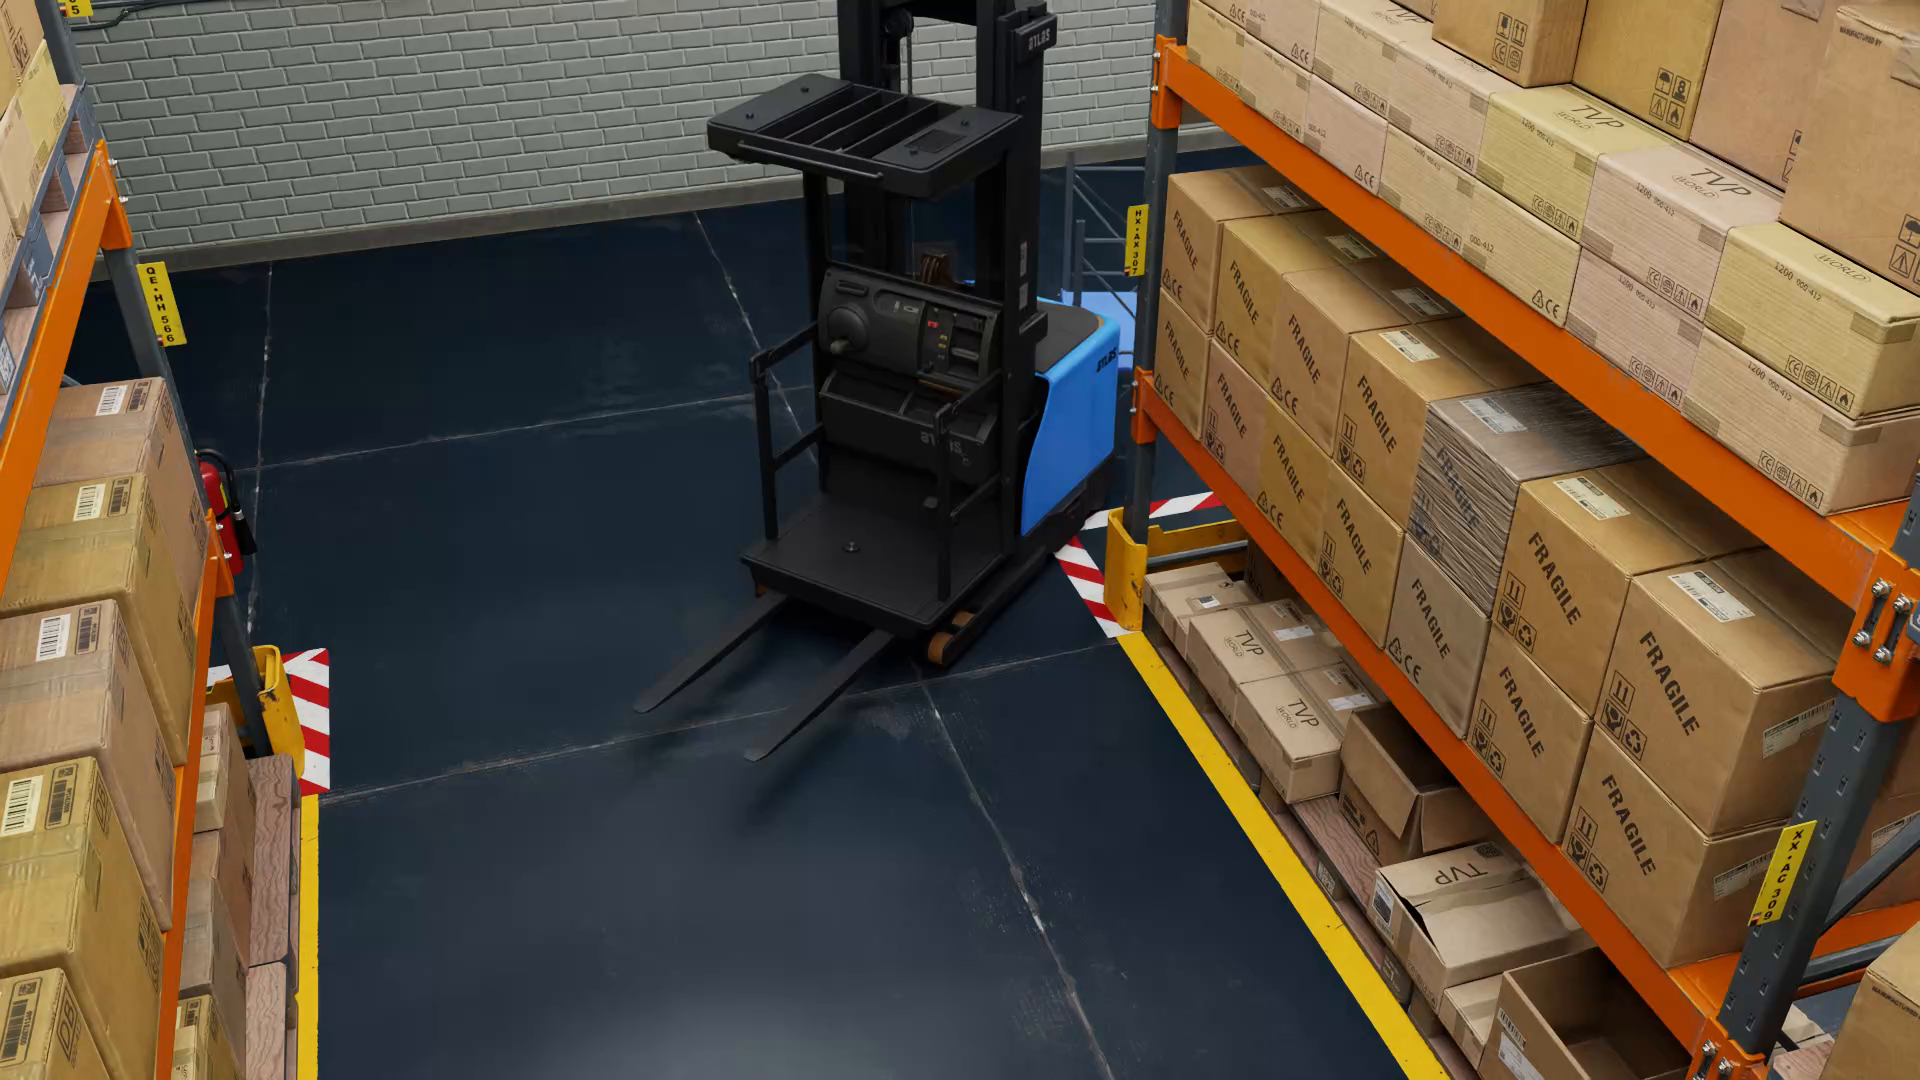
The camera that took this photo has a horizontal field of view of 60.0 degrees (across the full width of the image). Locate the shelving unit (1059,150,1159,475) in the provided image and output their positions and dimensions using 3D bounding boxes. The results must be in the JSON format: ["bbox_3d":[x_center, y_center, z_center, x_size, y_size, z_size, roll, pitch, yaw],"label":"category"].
[{"bbox_3d":[0.848,-1.280,9.326,0.538,1.500,1.048,0,33,0],"label":"shelving unit"}]

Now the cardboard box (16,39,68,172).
[{"bbox_3d":[-2.957,-1.256,4.874,0.500,0.250,0.500,-9,35,-13],"label":"cardboard box"}]

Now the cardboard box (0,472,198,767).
[{"bbox_3d":[-3.036,0.331,5.257,0.980,0.700,0.700,-10,35,-15],"label":"cardboard box"}]

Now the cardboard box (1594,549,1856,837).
[{"bbox_3d":[2.103,0.394,4.436,0.500,0.500,0.500,-10,35,-14],"label":"cardboard box"}]

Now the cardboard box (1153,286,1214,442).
[{"bbox_3d":[1.167,-0.790,7.134,0.500,0.500,0.500,-9,35,-14],"label":"cardboard box"}]

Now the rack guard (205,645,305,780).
[{"bbox_3d":[-3.441,0.840,7.026,1.175,0.500,0.348,-10,35,-15],"label":"rack guard"}]

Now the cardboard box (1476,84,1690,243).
[{"bbox_3d":[1.797,-1.058,4.593,0.500,0.250,0.500,-10,35,-15],"label":"cardboard box"}]

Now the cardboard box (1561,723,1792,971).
[{"bbox_3d":[2.106,0.814,4.707,0.500,0.500,0.500,-9,35,-14],"label":"cardboard box"}]

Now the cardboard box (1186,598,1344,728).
[{"bbox_3d":[1.331,0.534,7.316,0.500,0.250,0.500,-10,35,-15],"label":"cardboard box"}]

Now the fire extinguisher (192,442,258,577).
[{"bbox_3d":[-3.040,-0.159,6.679,0.296,0.674,0.183,-10,35,-15],"label":"fire extinguisher"}]

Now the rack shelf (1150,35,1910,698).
[{"bbox_3d":[1.893,-0.927,5.363,1.077,0.370,4.000,-10,35,-15],"label":"rack shelf"}]

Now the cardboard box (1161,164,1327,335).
[{"bbox_3d":[1.167,-1.207,6.858,0.500,0.500,0.500,-9,35,-13],"label":"cardboard box"}]

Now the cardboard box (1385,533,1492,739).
[{"bbox_3d":[1.789,0.274,5.524,0.500,0.500,0.500,-9,35,-14],"label":"cardboard box"}]

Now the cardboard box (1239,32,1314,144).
[{"bbox_3d":[1.338,-1.637,5.922,0.500,0.250,0.500,-10,35,-15],"label":"cardboard box"}]

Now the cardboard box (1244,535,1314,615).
[{"bbox_3d":[1.684,0.078,7.780,0.500,0.500,0.500,-10,35,-15],"label":"cardboard box"}]

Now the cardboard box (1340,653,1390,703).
[{"bbox_3d":[1.945,0.686,7.086,0.500,0.250,0.500,-10,35,-15],"label":"cardboard box"}]

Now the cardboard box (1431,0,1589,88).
[{"bbox_3d":[1.845,-1.669,4.837,0.700,0.500,0.500,-10,35,-15],"label":"cardboard box"}]

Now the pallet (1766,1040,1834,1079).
[{"bbox_3d":[2.643,1.593,3.793,1.003,0.211,1.213,-10,35,-15],"label":"pallet"}]

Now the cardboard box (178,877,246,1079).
[{"bbox_3d":[-2.818,1.555,5.563,0.700,0.500,0.500,-11,35,-16],"label":"cardboard box"}]

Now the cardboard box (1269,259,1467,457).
[{"bbox_3d":[1.482,-0.670,6.046,0.500,0.500,0.500,-10,35,-14],"label":"cardboard box"}]

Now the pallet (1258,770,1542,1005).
[{"bbox_3d":[1.919,1.236,6.689,1.003,0.211,1.213,-10,35,-15],"label":"pallet"}]

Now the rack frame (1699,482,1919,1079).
[{"bbox_3d":[2.503,1.075,4.403,1.000,3.000,0.127,-10,35,-15],"label":"rack frame"}]

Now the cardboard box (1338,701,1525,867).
[{"bbox_3d":[1.925,0.947,6.461,0.797,0.503,0.637,-10,35,-15],"label":"cardboard box"}]

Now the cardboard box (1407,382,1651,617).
[{"bbox_3d":[1.790,-0.139,5.242,0.500,0.500,0.500,-10,35,-14],"label":"cardboard box"}]

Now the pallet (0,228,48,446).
[{"bbox_3d":[-2.821,-0.376,3.957,1.003,0.211,1.213,-10,35,-15],"label":"pallet"}]

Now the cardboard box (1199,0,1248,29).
[{"bbox_3d":[1.192,-2.109,6.183,0.500,0.250,0.500,-10,35,-15],"label":"cardboard box"}]

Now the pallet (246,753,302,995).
[{"bbox_3d":[-3.115,1.380,6.471,1.003,0.211,1.213,-10,35,-15],"label":"pallet"}]

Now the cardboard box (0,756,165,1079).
[{"bbox_3d":[-2.581,1.113,4.073,0.980,0.700,0.700,-11,35,-16],"label":"cardboard box"}]

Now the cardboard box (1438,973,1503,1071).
[{"bbox_3d":[1.888,1.642,5.731,0.380,0.149,0.250,-10,35,-15],"label":"cardboard box"}]

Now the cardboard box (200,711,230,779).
[{"bbox_3d":[-2.912,0.794,6.126,0.380,0.149,0.250,-10,35,-15],"label":"cardboard box"}]

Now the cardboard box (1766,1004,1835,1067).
[{"bbox_3d":[2.581,1.756,5.411,0.500,0.311,0.500,-10,35,-15],"label":"cardboard box"}]

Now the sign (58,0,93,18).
[{"bbox_3d":[-2.912,-1.862,5.395,0.100,0.325,0.005,-10,35,-15],"label":"sign"}]

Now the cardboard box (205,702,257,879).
[{"bbox_3d":[-3.125,1.028,6.360,0.700,0.500,0.500,-10,35,-15],"label":"cardboard box"}]

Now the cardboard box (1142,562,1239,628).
[{"bbox_3d":[1.084,0.258,7.826,0.380,0.149,0.250,-10,35,-15],"label":"cardboard box"}]

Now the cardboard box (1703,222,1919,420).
[{"bbox_3d":[2.096,-0.532,3.797,0.500,0.250,0.500,-10,35,-15],"label":"cardboard box"}]

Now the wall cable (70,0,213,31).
[{"bbox_3d":[-4.818,-4.428,10.104,3.097,2.526,0.112,-10,35,-15],"label":"wall cable"}]

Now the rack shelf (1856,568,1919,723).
[{"bbox_3d":[3.113,1.173,2.185,1.077,0.370,4.000,-10,35,-15],"label":"rack shelf"}]

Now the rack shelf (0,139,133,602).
[{"bbox_3d":[-2.823,-0.092,4.100,1.077,0.370,4.000,-10,35,-15],"label":"rack shelf"}]

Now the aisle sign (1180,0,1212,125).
[{"bbox_3d":[0.983,-2.097,6.844,0.394,0.787,0.004,-10,35,-15],"label":"aisle sign"}]

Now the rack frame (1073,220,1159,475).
[{"bbox_3d":[0.844,-1.000,8.902,0.500,1.500,0.032,0,33,0],"label":"rack frame"}]

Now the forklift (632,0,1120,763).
[{"bbox_3d":[-0.358,-0.918,7.480,1.130,2.935,3.031,19,38,26],"label":"forklift"}]

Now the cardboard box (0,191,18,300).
[{"bbox_3d":[-2.634,-0.711,4.049,0.500,0.250,0.500,-11,35,-16],"label":"cardboard box"}]

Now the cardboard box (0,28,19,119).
[{"bbox_3d":[-2.808,-1.306,4.269,0.500,0.500,0.500,-9,35,-13],"label":"cardboard box"}]

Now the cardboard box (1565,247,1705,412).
[{"bbox_3d":[1.959,-0.589,4.336,0.500,0.250,0.500,-10,35,-15],"label":"cardboard box"}]

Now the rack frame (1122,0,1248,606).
[{"bbox_3d":[1.283,-1.025,7.581,1.000,3.000,0.127,-10,35,-15],"label":"rack frame"}]

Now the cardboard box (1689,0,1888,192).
[{"bbox_3d":[2.301,-1.171,4.083,0.700,0.500,0.500,-10,35,-15],"label":"cardboard box"}]

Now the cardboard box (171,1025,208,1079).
[{"bbox_3d":[-2.434,1.612,4.887,0.380,0.149,0.250,-11,35,-16],"label":"cardboard box"}]

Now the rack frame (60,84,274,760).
[{"bbox_3d":[-3.433,-0.190,6.317,1.000,3.000,0.127,-10,35,-15],"label":"rack frame"}]

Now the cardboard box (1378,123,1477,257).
[{"bbox_3d":[1.651,-1.114,5.130,0.500,0.250,0.500,-10,35,-15],"label":"cardboard box"}]

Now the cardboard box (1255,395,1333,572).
[{"bbox_3d":[1.480,-0.256,6.326,0.500,0.500,0.500,-10,35,-15],"label":"cardboard box"}]

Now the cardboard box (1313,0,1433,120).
[{"bbox_3d":[1.496,-1.584,5.389,0.500,0.250,0.500,-10,35,-15],"label":"cardboard box"}]
